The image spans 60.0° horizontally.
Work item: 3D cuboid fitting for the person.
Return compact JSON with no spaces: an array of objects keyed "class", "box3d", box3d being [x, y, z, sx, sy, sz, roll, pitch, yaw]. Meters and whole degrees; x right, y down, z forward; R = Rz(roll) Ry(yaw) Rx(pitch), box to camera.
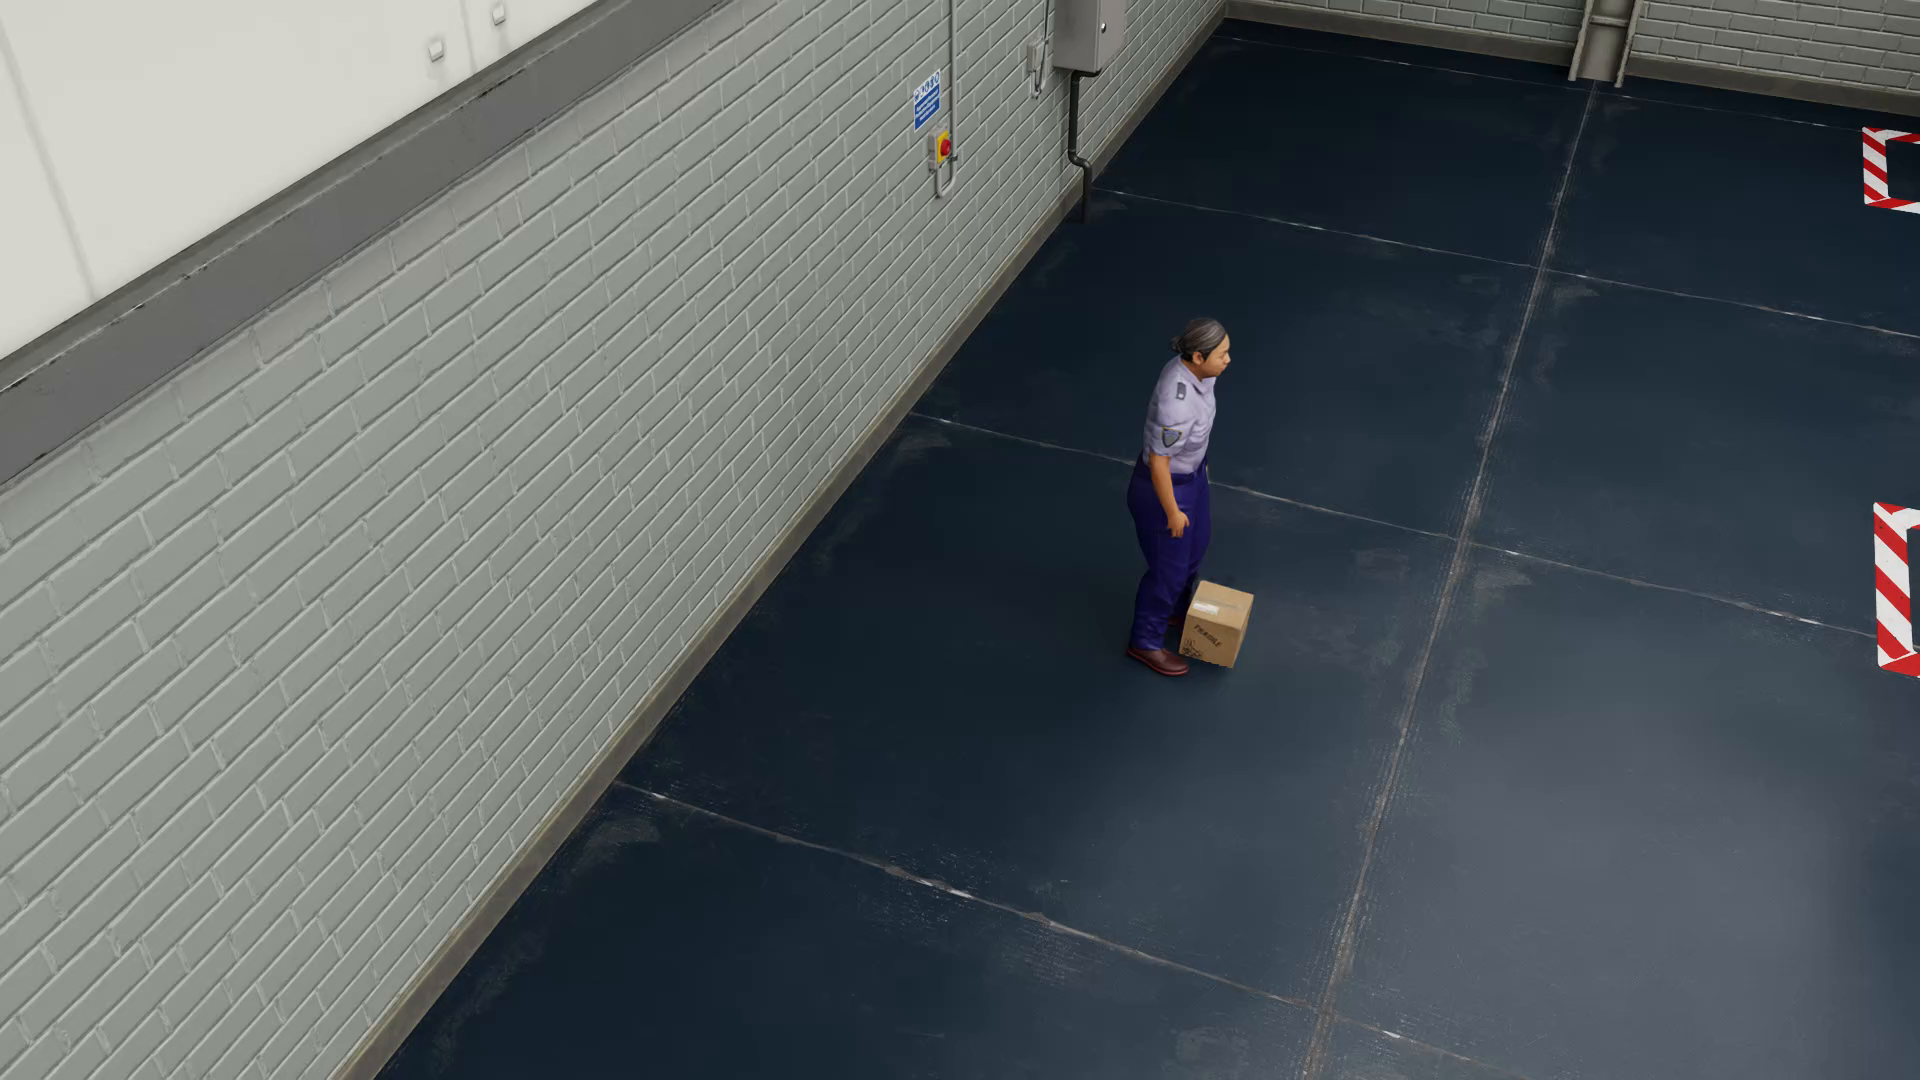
[{"class":"person","box3d":[0.945,-0.214,7.100,0.422,1.652,0.537,13,40,16]}]
